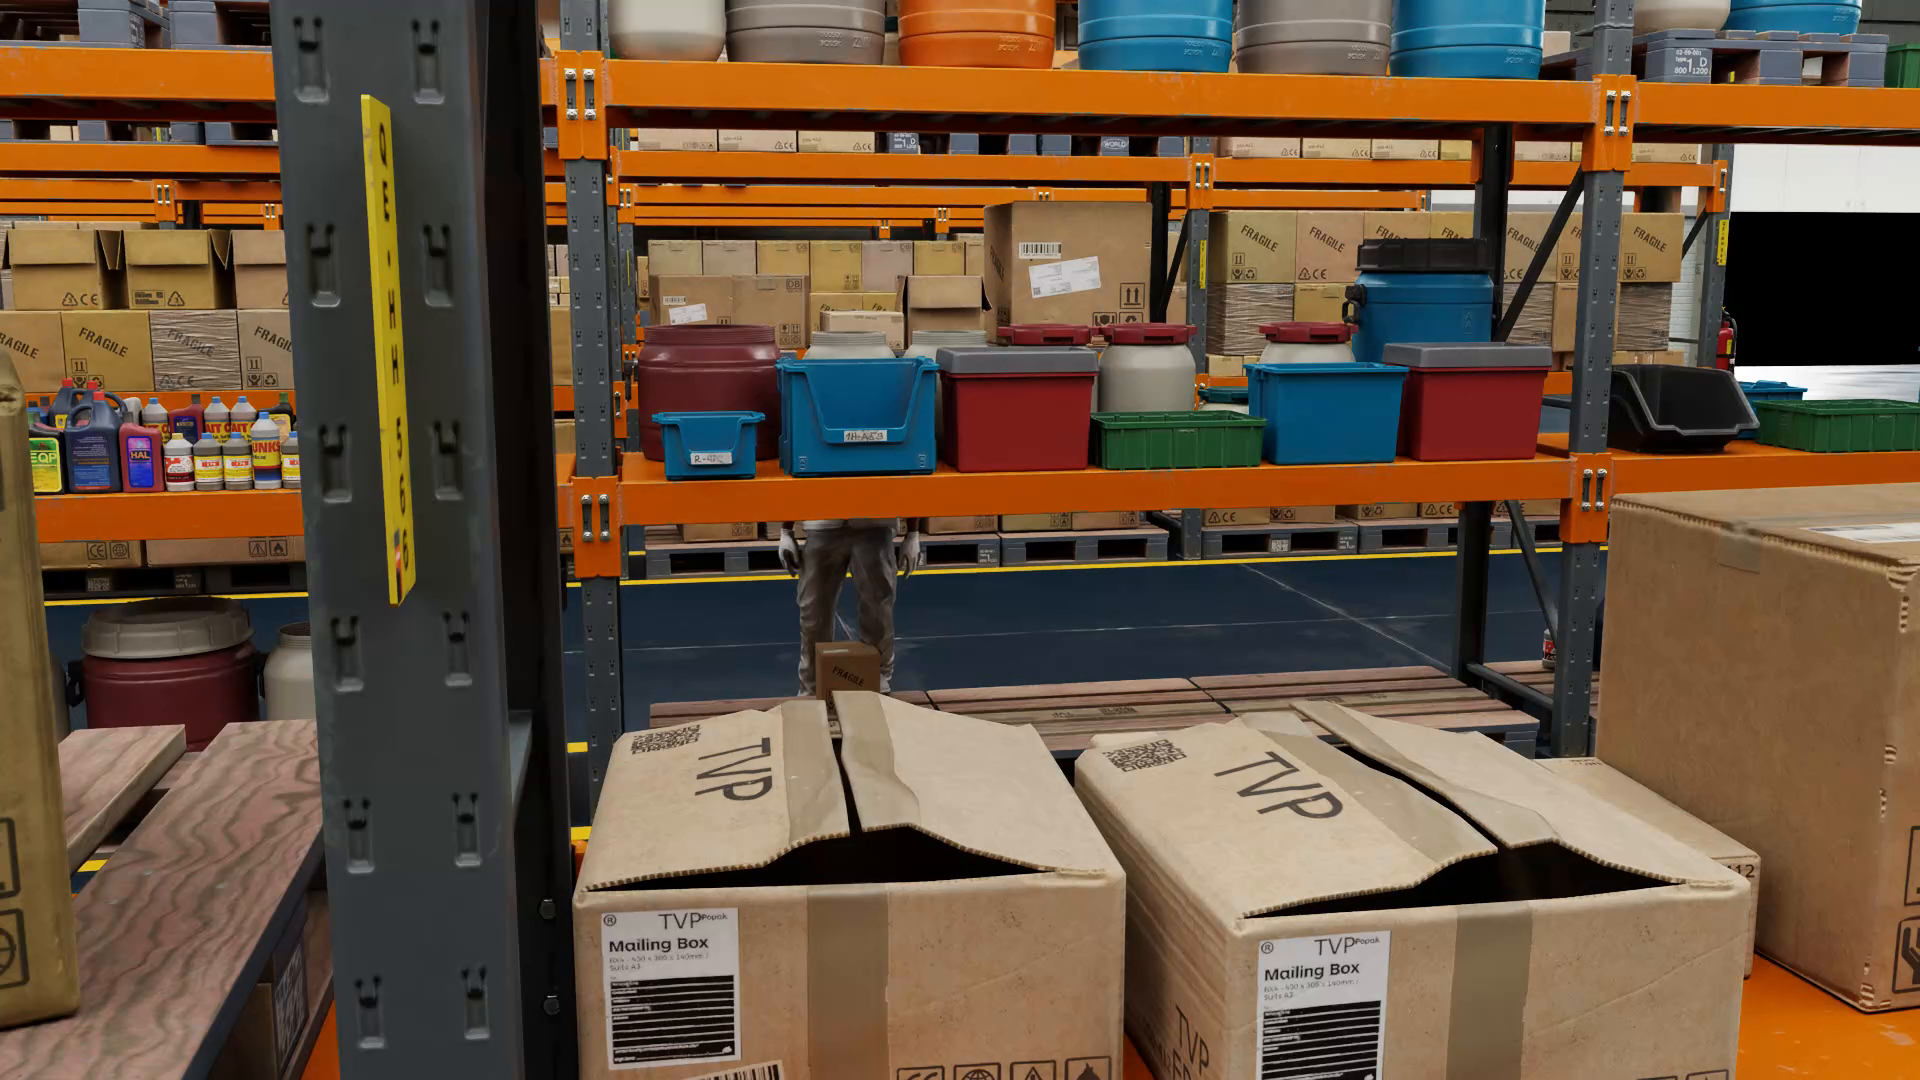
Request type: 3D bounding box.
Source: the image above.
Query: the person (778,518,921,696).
[{"bbox_3d":[-0.493,0.022,7.294,0.633,1.751,0.541,1,10,4],"label":"person"}]
